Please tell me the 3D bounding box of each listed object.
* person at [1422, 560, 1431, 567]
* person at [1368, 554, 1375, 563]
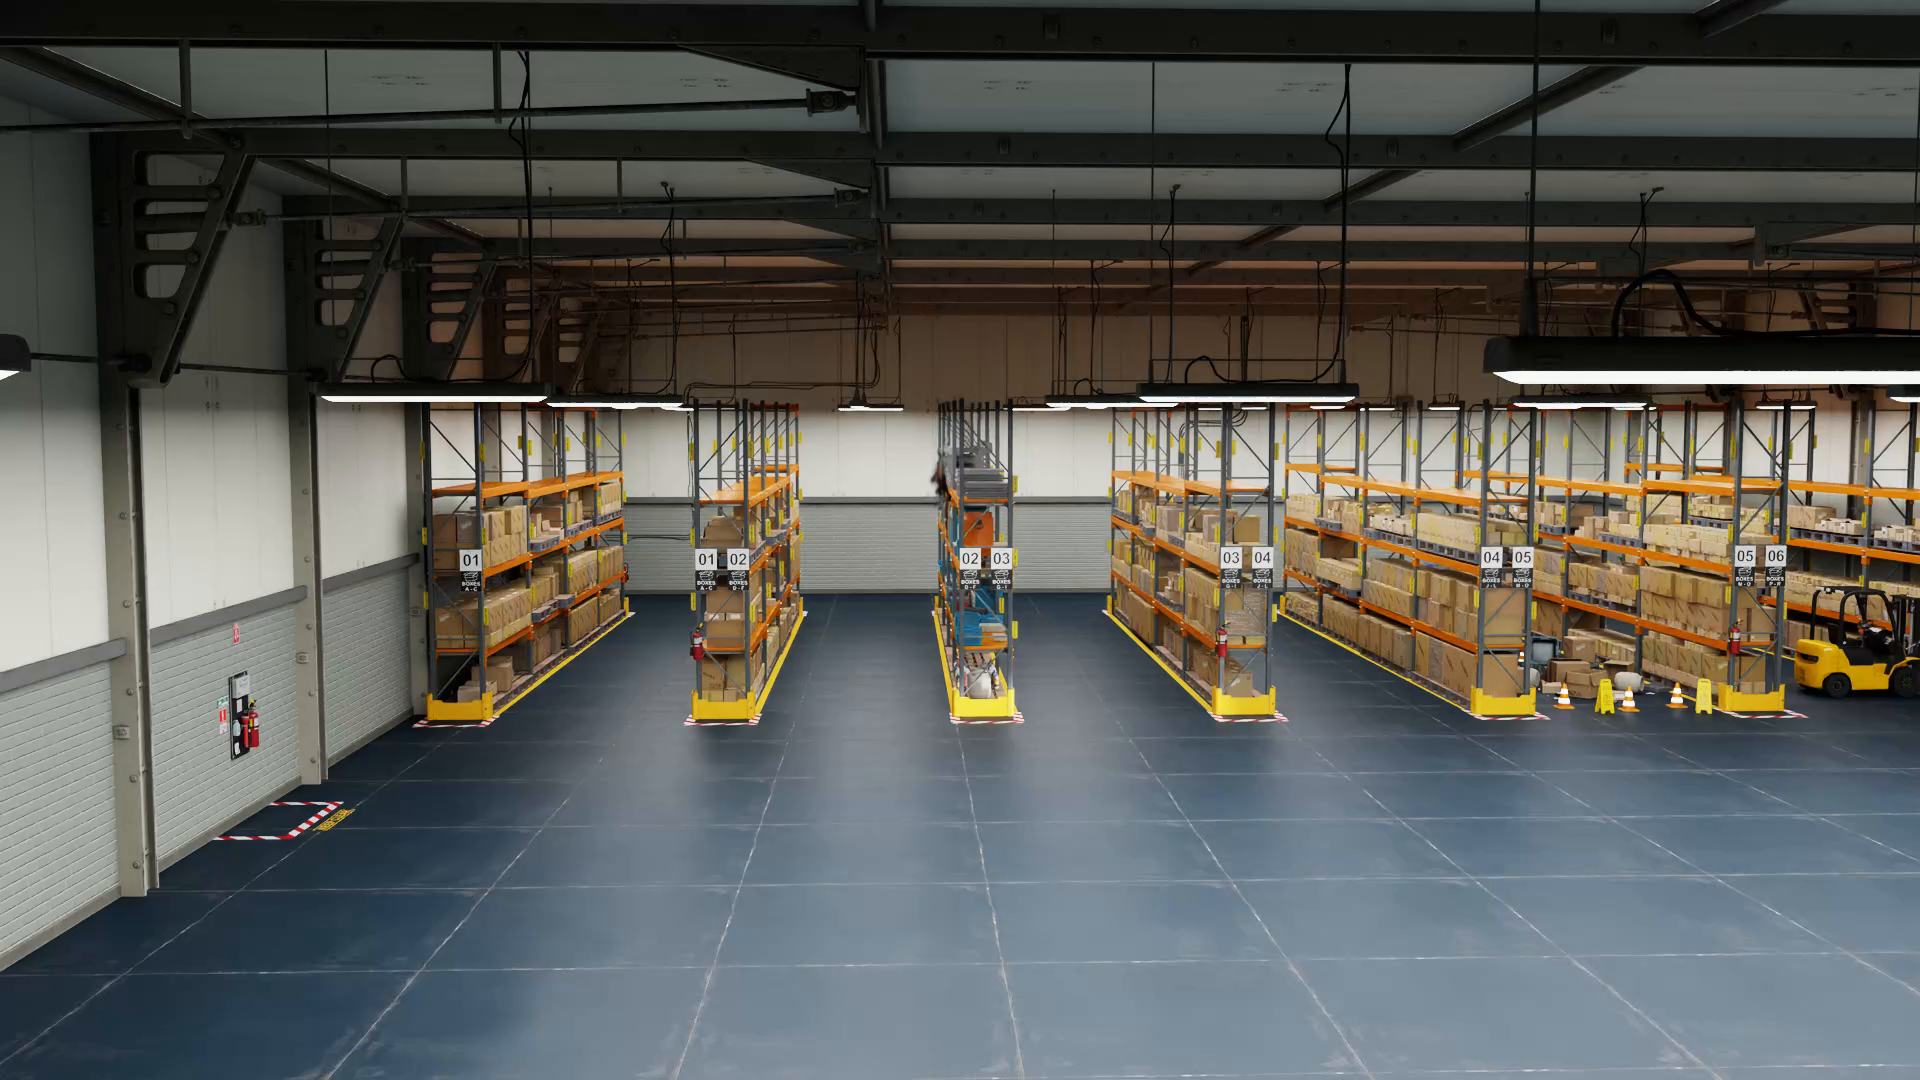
[{"bbox_3d":[13.882,1.200,49.282,0.618,1.625,0.619,0,4,4],"label":"person"},{"bbox_3d":[11.464,1.317,46.344,0.670,1.837,0.833,-1,4,-11],"label":"person"}]
